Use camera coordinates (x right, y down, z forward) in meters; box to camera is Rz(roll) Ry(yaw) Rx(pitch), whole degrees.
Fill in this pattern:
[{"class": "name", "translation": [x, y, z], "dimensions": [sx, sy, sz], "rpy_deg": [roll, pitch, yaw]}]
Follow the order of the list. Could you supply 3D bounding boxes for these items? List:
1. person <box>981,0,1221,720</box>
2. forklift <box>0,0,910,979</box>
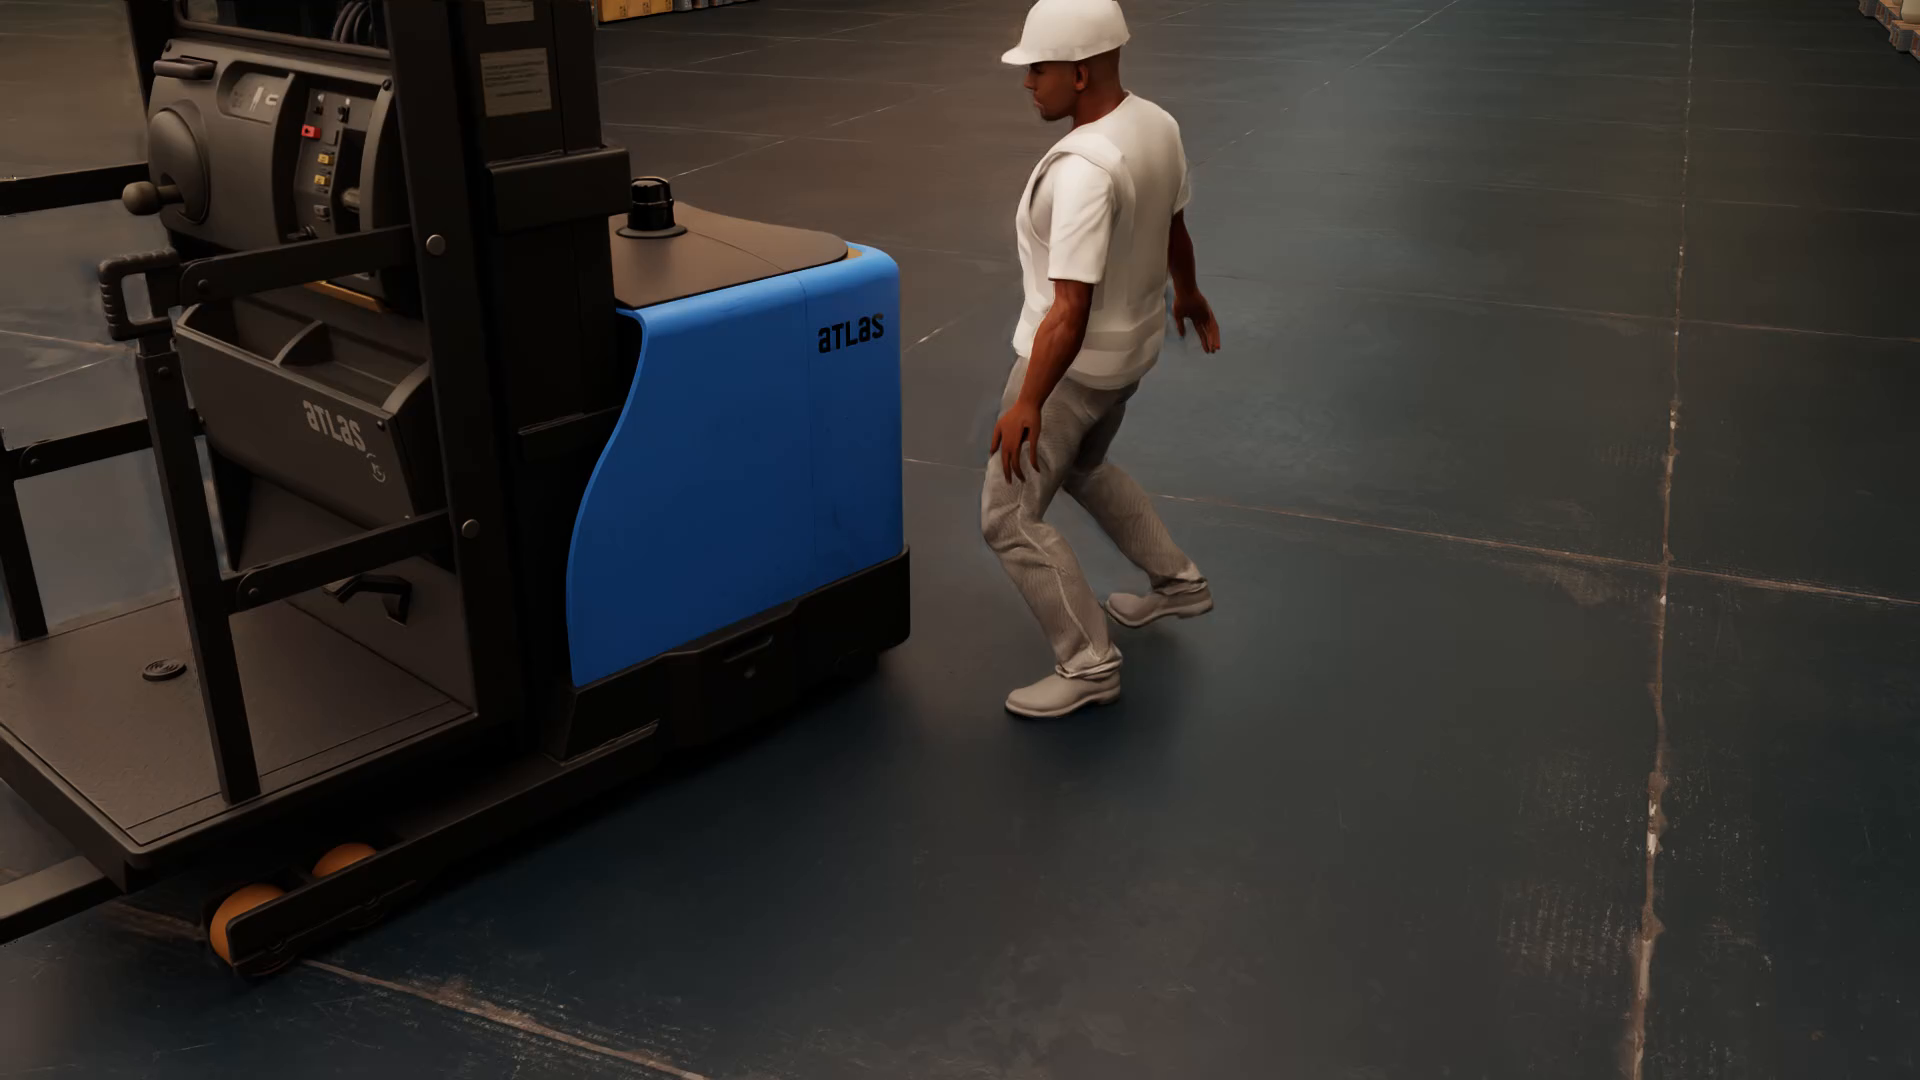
[{"class": "person", "translation": [0.373, -0.483, 4.075], "dimensions": [0.492, 1.683, 0.934], "rpy_deg": [12, 26, 27]}, {"class": "forklift", "translation": [-1.496, -0.755, 3.098], "dimensions": [1.130, 2.935, 3.031], "rpy_deg": [20, 30, 39]}]
